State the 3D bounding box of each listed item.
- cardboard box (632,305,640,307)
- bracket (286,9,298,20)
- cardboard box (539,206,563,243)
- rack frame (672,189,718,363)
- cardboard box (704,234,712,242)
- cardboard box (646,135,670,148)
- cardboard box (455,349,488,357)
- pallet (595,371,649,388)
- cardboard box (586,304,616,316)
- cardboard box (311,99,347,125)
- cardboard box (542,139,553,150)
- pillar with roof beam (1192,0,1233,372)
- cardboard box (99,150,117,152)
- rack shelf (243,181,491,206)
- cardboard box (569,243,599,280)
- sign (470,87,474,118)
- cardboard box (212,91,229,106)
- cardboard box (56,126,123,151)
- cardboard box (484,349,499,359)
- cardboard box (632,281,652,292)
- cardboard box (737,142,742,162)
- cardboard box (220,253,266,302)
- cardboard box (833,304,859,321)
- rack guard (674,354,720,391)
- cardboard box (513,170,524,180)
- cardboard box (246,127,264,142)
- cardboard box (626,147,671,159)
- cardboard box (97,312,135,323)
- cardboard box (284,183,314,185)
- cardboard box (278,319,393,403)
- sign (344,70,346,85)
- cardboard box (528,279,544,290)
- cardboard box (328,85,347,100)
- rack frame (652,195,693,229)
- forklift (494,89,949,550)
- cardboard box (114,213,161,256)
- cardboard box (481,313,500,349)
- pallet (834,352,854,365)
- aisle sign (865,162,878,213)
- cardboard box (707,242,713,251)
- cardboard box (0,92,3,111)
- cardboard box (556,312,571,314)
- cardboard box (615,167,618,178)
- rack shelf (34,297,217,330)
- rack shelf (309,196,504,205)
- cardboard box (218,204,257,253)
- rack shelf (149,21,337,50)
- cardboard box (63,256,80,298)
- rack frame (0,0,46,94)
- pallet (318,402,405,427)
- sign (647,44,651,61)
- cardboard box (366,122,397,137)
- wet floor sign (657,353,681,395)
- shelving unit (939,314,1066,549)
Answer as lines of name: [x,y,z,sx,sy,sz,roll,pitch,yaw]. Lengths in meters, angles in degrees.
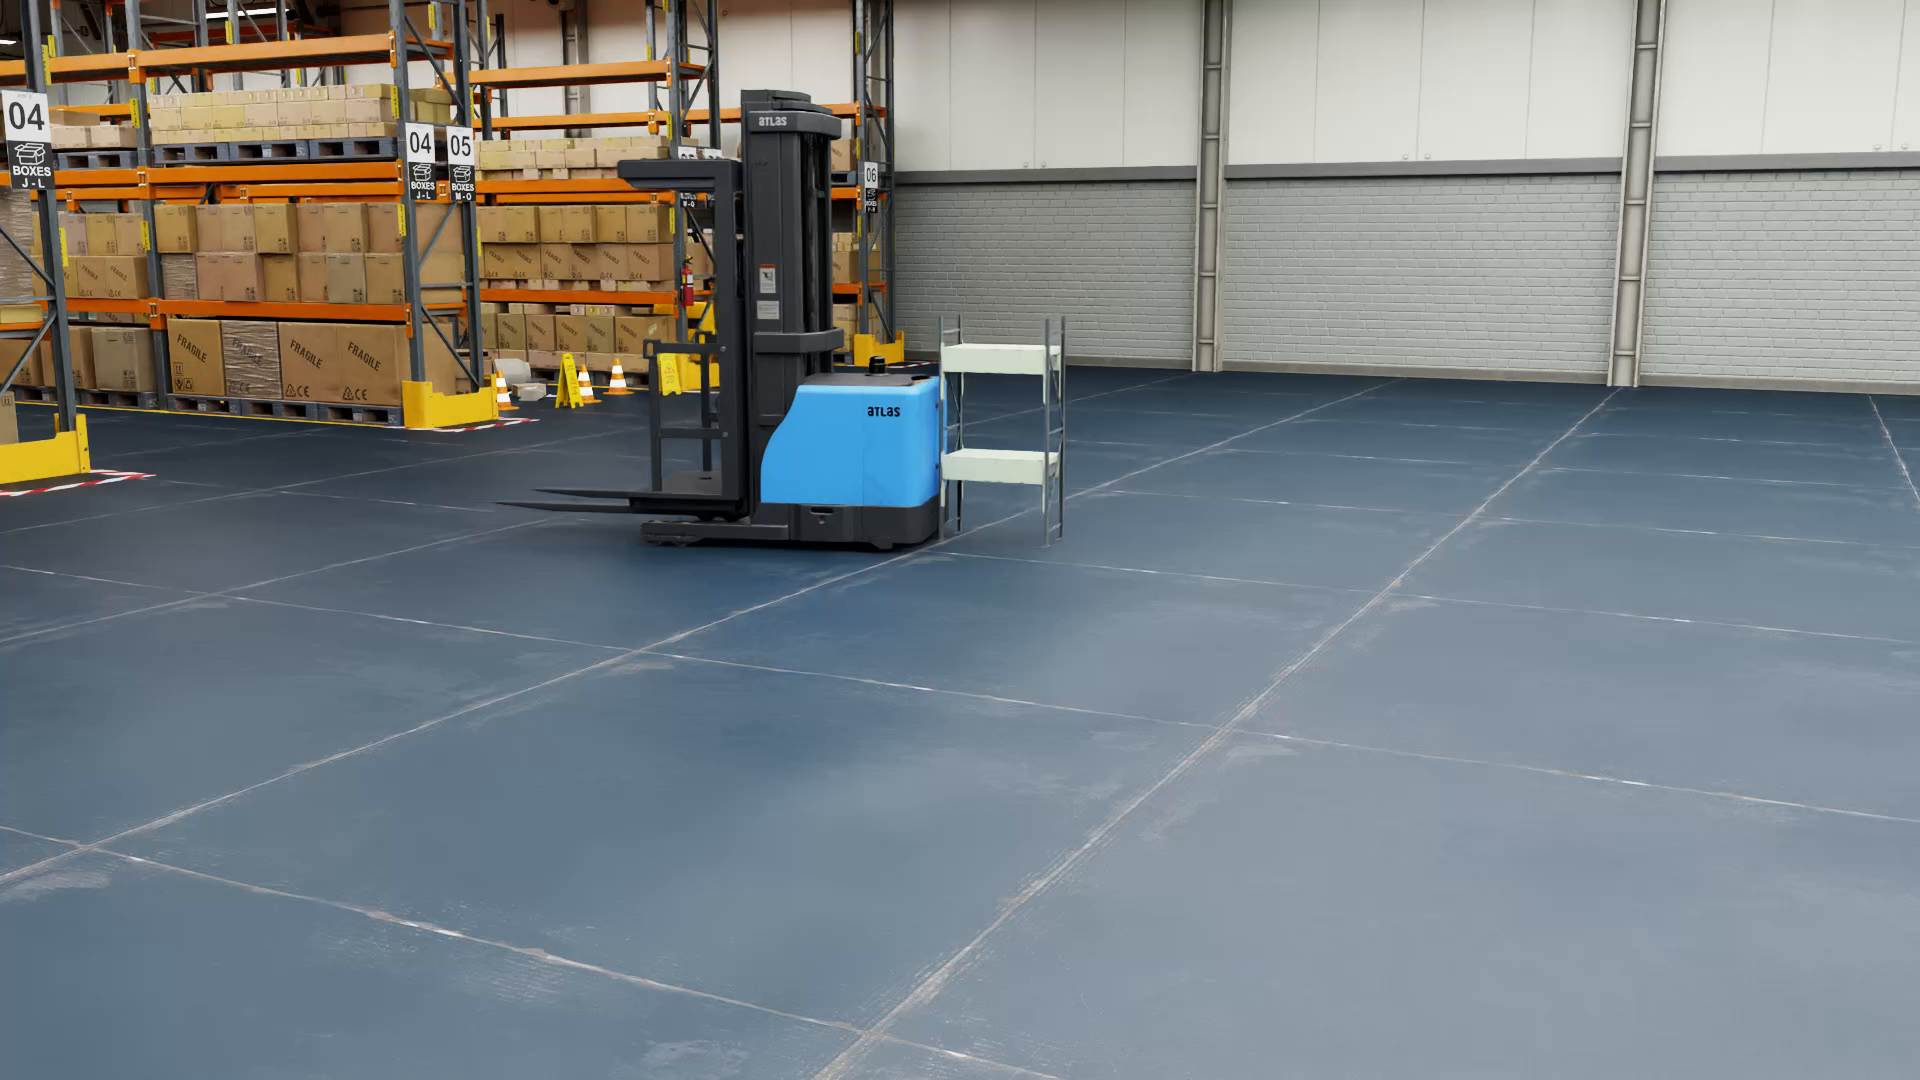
cardboard box: [-6.091,-3.820,29.401,0.625,0.625,0.875,5,11,25]
bracket: [-12.855,-10.208,32.259,0.430,0.232,0.235,5,11,26]
cardboard box: [-5.425,-4.391,23.145,0.500,0.500,0.700,5,11,25]
rack frame: [-3.531,-3.572,22.541,0.127,3.000,1.000,5,11,26]
cardboard box: [-4.078,-5.060,27.831,0.250,0.149,0.380,5,12,27]
cardboard box: [-3.965,-5.296,22.112,0.250,0.149,0.380,5,11,26]
cardboard box: [-6.760,-2.356,22.838,0.500,0.500,0.500,-4,11,-23]
pallet: [-4.312,-2.275,23.208,1.213,0.211,1.003,5,11,26]
cardboard box: [-4.948,-3.173,22.956,0.250,0.149,0.380,5,12,27]
cardboard box: [-6.642,-4.611,17.988,0.500,0.250,0.500,5,11,26]
cardboard box: [-5.550,-5.445,22.938,0.250,0.149,0.380,5,12,27]
pillar with roof beam: [1.912,-6.355,21.076,0.400,9.000,9.100,5,11,26]
cardboard box: [-10.360,-4.848,20.419,0.250,0.149,0.380,5,11,26]
rack shelf: [-8.912,-5.166,24.951,4.000,0.370,1.077,5,11,26]
cardboard box: [-5.034,-3.846,22.942,0.500,0.500,0.500,5,11,26]
sign: [-5.380,-4.806,18.264,0.005,0.325,0.100,5,11,26]
cardboard box: [-8.127,-4.926,18.608,0.250,0.149,0.380,5,11,26]
cardboard box: [-10.423,-4.808,19.914,0.500,0.250,0.500,5,11,25]
cardboard box: [-6.709,-2.651,23.995,0.500,0.250,0.500,4,11,23]
cardboard box: [-4.238,-3.445,22.550,0.250,0.149,0.380,5,11,25]
cardboard box: [-3.225,-6.292,27.401,0.637,0.503,0.797,5,12,28]
cardboard box: [-7.946,-3.034,19.149,0.550,0.550,0.875,5,11,26]
cardboard box: [-1.889,-3.697,26.967,0.500,0.250,0.500,5,12,28]
rack guard: [-3.599,-2.348,22.797,0.348,0.500,1.175,5,11,26]
cardboard box: [-6.024,-5.095,23.242,0.250,0.149,0.380,5,11,24]
cardboard box: [-7.678,-4.494,18.459,0.250,0.149,0.380,5,11,27]
cardboard box: [-4.109,-5.117,22.246,0.500,0.250,0.500,5,11,25]
cardboard box: [-13.701,-3.642,27.719,0.875,0.875,0.875,5,12,28]
cardboard box: [-9.860,-5.651,25.327,0.500,0.500,0.700,5,11,26]
cardboard box: [-7.058,-2.046,18.899,0.875,0.875,0.875,5,11,25]
sign: [-11.859,-8.889,32.009,0.005,0.325,0.100,5,11,26]
cardboard box: [-5.835,-3.585,23.320,0.250,0.149,0.380,5,11,26]
cardboard box: [-6.536,-4.786,17.836,0.250,0.149,0.380,5,12,27]
rack frame: [-4.925,-4.680,28.665,0.127,3.000,1.000,5,11,26]
forklift: [-1.645,-1.487,11.217,3.031,2.935,1.130,2,10,11]
cardboard box: [-9.666,-3.668,19.984,0.500,0.500,0.700,5,11,25]
cardboard box: [-6.709,-3.020,23.929,0.500,0.500,0.500,6,12,29]
pallet: [-2.043,-3.046,27.468,1.213,0.211,1.003,5,11,26]
aisle sign: [-1.409,-5.592,26.404,0.004,0.787,0.394,5,11,26]
cardboard box: [-4.089,-4.914,27.854,0.250,0.149,0.380,5,12,27]
cardboard box: [-8.061,-3.646,13.831,0.250,0.149,0.380,5,11,25]
cardboard box: [-5.554,-3.026,23.962,0.500,0.500,0.500,6,12,29]
cardboard box: [-4.436,-4.948,22.430,0.250,0.149,0.380,5,12,28]
rack shelf: [-11.012,-2.892,20.806,4.000,0.370,1.077,5,11,26]
rack shelf: [-10.306,-6.275,31.074,4.000,0.370,1.077,5,11,26]
cardboard box: [-7.934,-3.570,19.077,0.550,0.550,0.875,5,11,26]
rack shelf: [-13.893,-9.701,32.253,4.000,0.370,1.077,5,11,26]
cardboard box: [-10.711,-3.215,20.293,0.500,0.500,0.500,5,11,26]
rack frame: [-7.916,-4.941,13.262,0.127,3.000,1.000,5,11,26]
pallet: [-6.383,-1.451,18.657,1.213,0.211,1.003,5,11,26]
sign: [-5.155,-8.043,27.556,0.005,0.325,0.100,5,11,26]
cardboard box: [-6.079,-4.353,17.684,0.250,0.149,0.380,5,11,26]
wet floor sign: [-3.834,-2.227,21.724,0.267,0.644,0.232,-10,14,-43]
shelving unit: [0.281,-0.737,11.089,0.755,1.500,0.431,4,11,19]
